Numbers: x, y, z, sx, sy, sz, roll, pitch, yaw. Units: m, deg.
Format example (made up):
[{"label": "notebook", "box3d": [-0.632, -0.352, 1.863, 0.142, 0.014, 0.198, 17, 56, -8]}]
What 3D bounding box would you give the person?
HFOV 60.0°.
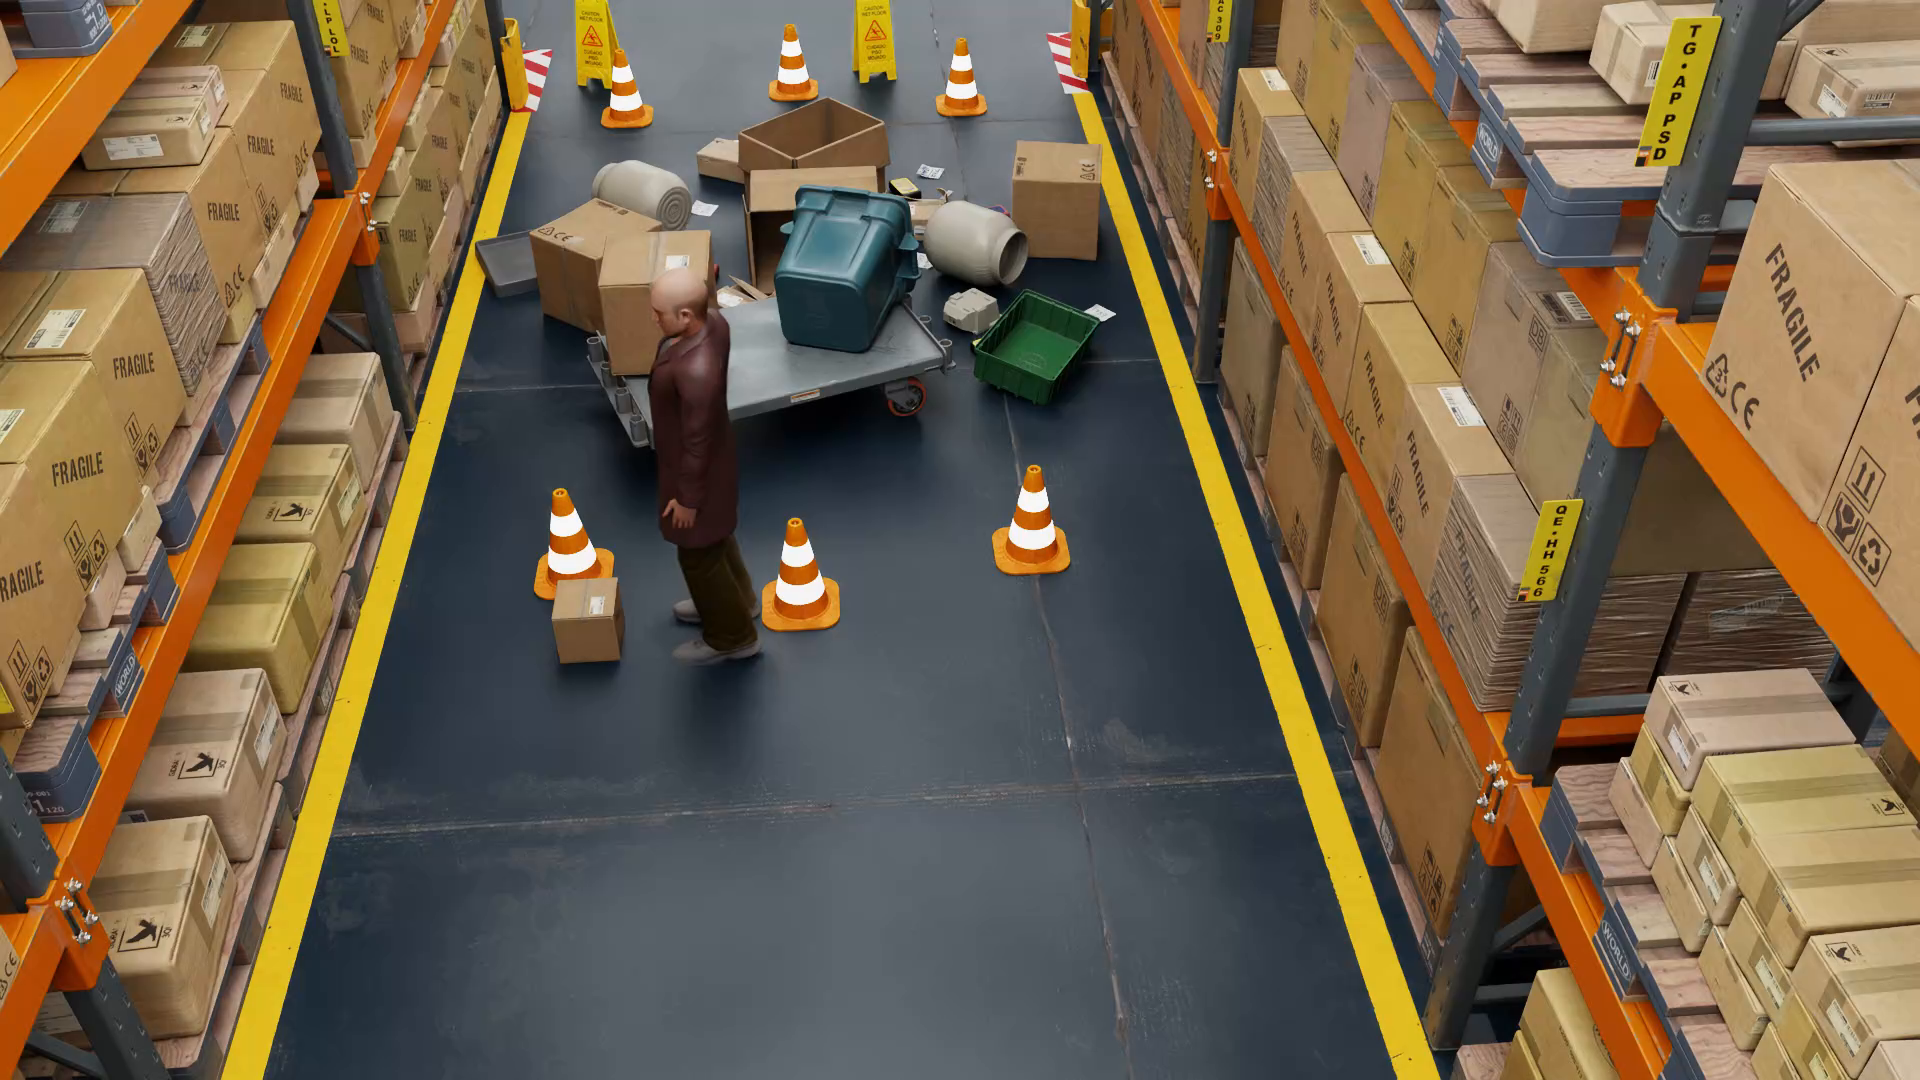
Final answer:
[{"label": "person", "box3d": [-1.034, -0.268, 6.517, 0.385, 1.787, 0.562, -2, 39, -3]}]
